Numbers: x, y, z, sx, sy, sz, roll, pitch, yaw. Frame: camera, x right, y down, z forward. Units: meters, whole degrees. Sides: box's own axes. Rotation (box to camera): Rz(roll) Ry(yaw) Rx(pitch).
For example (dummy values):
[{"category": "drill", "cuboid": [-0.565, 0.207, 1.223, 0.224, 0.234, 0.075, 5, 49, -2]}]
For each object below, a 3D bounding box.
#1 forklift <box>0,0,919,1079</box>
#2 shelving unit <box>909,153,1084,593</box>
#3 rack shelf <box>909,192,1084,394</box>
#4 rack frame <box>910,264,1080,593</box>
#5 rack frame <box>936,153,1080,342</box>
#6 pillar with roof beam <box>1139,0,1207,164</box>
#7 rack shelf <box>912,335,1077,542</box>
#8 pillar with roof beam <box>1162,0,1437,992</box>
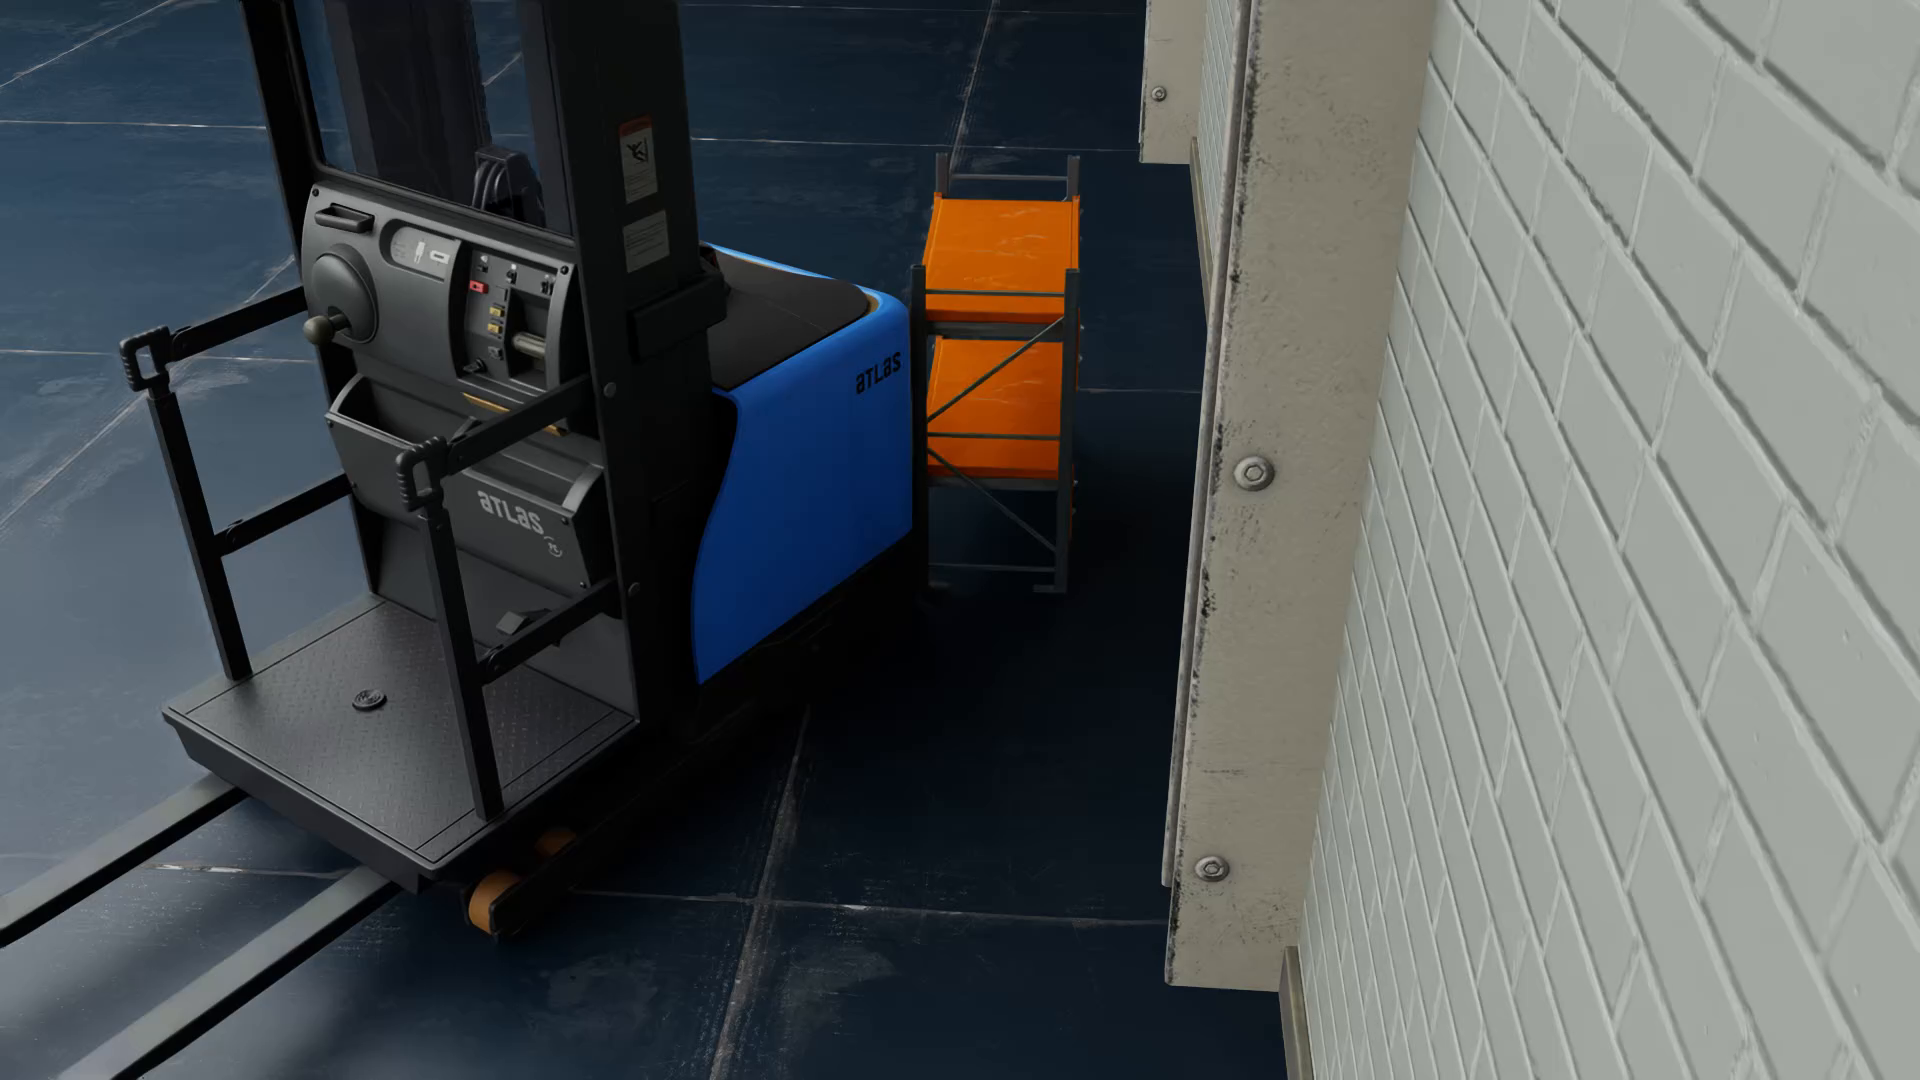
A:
[{"category": "forklift", "cuboid": [-1.385, -0.546, 3.843, 1.130, 2.935, 3.031, 20, 37, 29]}, {"category": "shelving unit", "cuboid": [0.135, -0.588, 5.632, 0.538, 1.125, 1.048, 2, 32, 3]}, {"category": "rack shelf", "cuboid": [0.135, -0.837, 5.479, 0.538, 0.278, 1.000, 2, 32, 3]}, {"category": "rack frame", "cuboid": [0.103, -0.322, 5.200, 0.500, 1.125, 0.032, 2, 32, 3]}, {"category": "rack frame", "cuboid": [0.167, -0.854, 6.064, 0.500, 1.125, 0.032, 2, 32, 3]}, {"category": "pillar with roof beam", "cuboid": [-3.137, -6.177, 7.197, 9.100, 9.000, 0.400, 2, 32, 4]}, {"category": "rack shelf", "cuboid": [0.135, -0.380, 5.761, 0.538, 0.278, 1.000, 2, 32, 3]}, {"category": "pillar with roof beam", "cuboid": [-3.626, -3.040, 2.106, 9.100, 9.000, 0.400, 2, 32, 4]}]
